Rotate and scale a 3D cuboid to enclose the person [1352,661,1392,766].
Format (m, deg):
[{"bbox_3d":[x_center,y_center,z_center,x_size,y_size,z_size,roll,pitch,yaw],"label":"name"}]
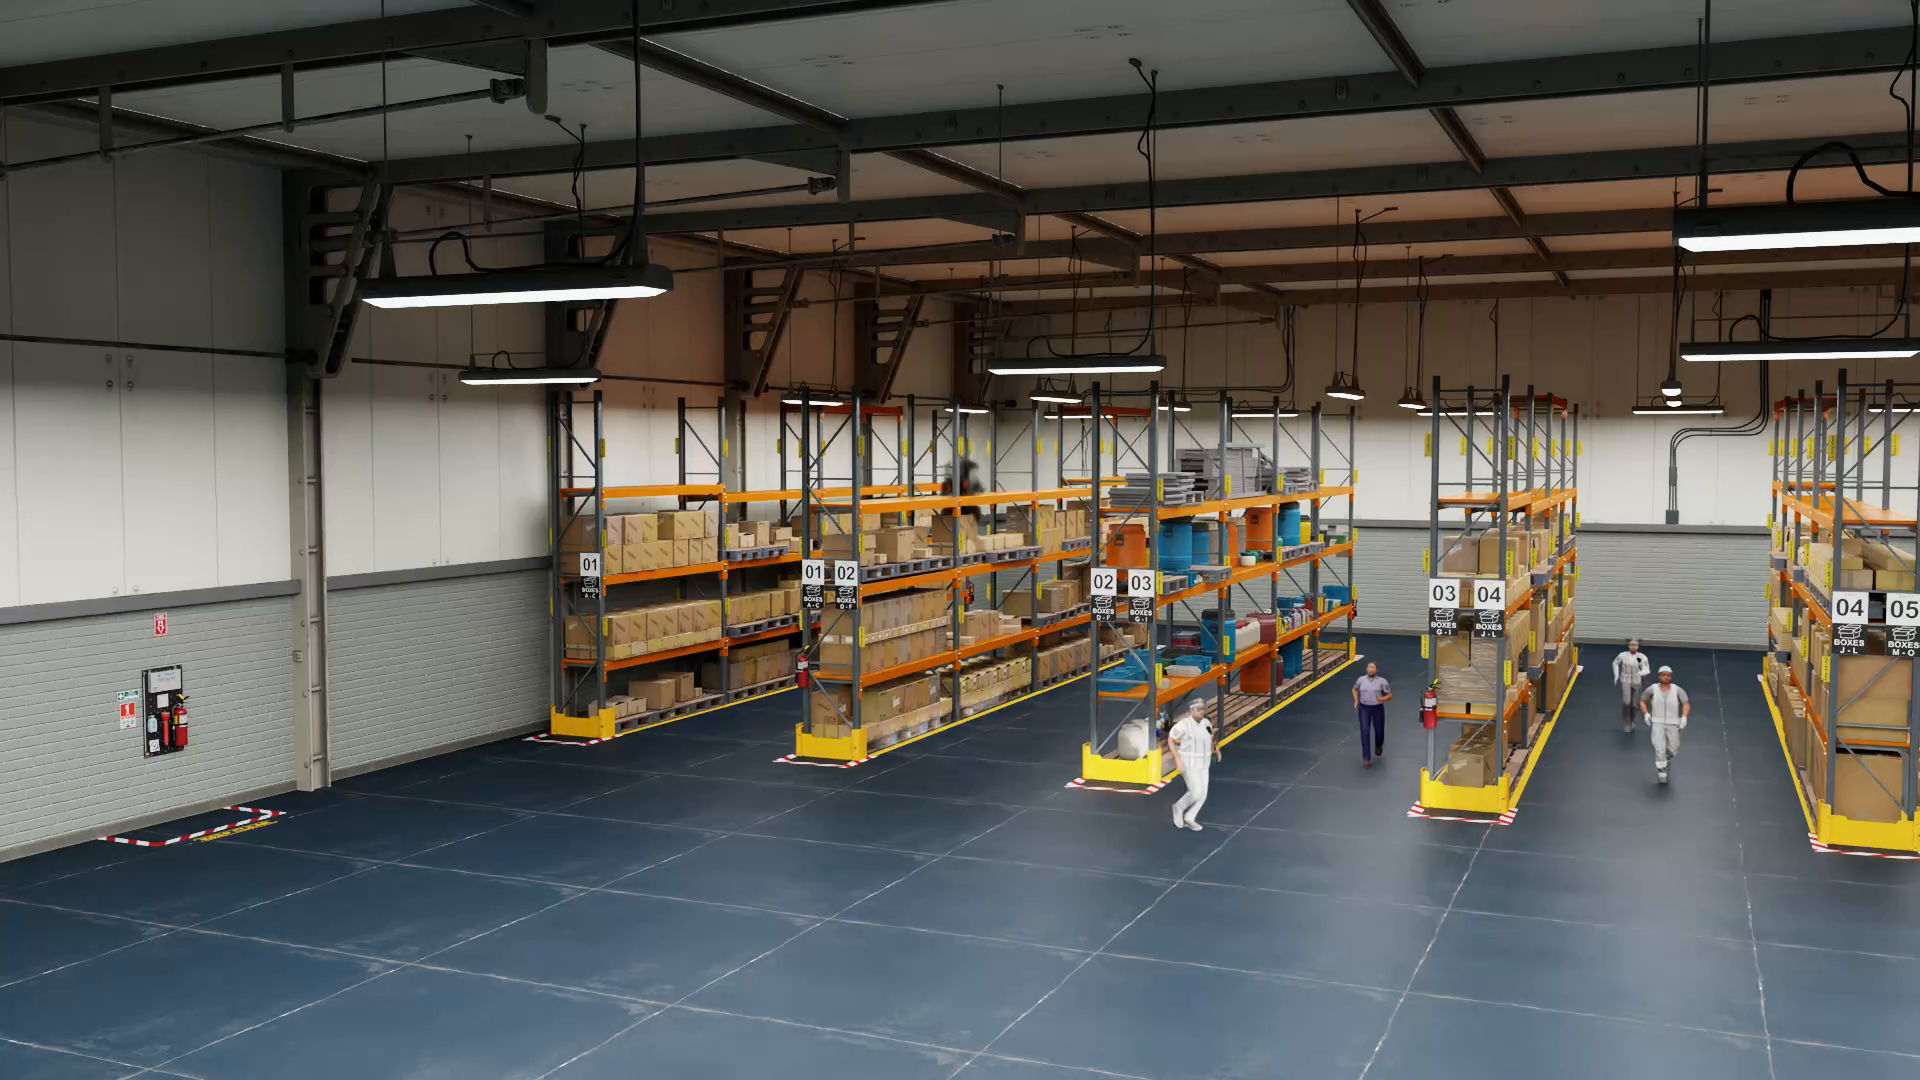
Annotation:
[{"bbox_3d":[6.527,2.730,26.390,0.619,1.618,0.862,1,3,16],"label":"person"}]

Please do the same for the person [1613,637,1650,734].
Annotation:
[{"bbox_3d":[11.793,2.549,29.199,0.572,1.714,0.780,1,3,15],"label":"person"}]

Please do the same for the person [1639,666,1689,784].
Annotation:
[{"bbox_3d":[10.555,2.749,24.936,0.698,1.747,0.724,1,3,18],"label":"person"}]

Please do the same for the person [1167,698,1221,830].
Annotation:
[{"bbox_3d":[3.109,2.929,21.745,0.671,1.750,0.591,-2,4,-34],"label":"person"}]
